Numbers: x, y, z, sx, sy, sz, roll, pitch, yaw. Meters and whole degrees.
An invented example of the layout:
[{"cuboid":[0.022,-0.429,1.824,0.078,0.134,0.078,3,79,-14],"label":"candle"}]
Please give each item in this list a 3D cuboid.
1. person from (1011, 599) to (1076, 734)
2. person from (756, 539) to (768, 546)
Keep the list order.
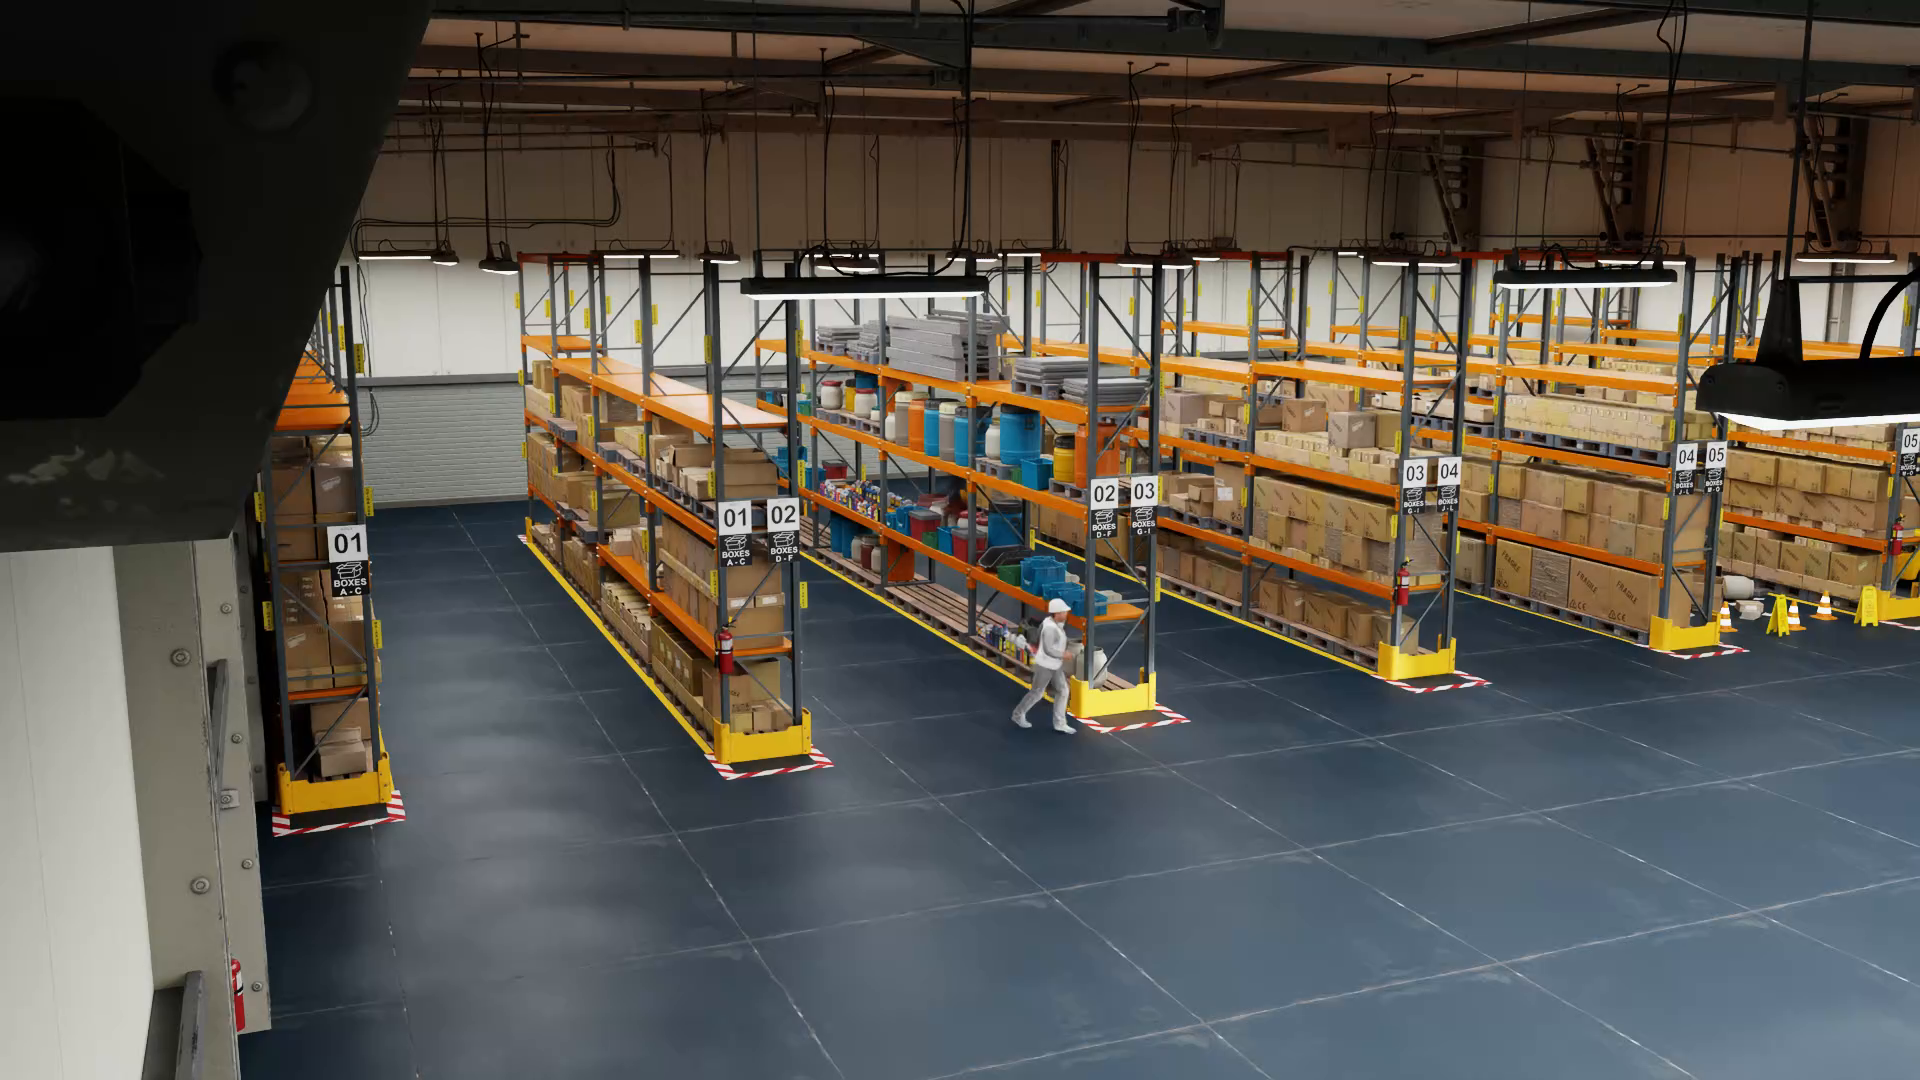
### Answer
[{"cuboid":[1.065,1.617,21.334,0.830,1.789,0.644,3,11,18],"label":"person"},{"cuboid":[-3.366,0.239,27.476,0.694,1.680,0.788,-10,14,-43],"label":"person"}]
